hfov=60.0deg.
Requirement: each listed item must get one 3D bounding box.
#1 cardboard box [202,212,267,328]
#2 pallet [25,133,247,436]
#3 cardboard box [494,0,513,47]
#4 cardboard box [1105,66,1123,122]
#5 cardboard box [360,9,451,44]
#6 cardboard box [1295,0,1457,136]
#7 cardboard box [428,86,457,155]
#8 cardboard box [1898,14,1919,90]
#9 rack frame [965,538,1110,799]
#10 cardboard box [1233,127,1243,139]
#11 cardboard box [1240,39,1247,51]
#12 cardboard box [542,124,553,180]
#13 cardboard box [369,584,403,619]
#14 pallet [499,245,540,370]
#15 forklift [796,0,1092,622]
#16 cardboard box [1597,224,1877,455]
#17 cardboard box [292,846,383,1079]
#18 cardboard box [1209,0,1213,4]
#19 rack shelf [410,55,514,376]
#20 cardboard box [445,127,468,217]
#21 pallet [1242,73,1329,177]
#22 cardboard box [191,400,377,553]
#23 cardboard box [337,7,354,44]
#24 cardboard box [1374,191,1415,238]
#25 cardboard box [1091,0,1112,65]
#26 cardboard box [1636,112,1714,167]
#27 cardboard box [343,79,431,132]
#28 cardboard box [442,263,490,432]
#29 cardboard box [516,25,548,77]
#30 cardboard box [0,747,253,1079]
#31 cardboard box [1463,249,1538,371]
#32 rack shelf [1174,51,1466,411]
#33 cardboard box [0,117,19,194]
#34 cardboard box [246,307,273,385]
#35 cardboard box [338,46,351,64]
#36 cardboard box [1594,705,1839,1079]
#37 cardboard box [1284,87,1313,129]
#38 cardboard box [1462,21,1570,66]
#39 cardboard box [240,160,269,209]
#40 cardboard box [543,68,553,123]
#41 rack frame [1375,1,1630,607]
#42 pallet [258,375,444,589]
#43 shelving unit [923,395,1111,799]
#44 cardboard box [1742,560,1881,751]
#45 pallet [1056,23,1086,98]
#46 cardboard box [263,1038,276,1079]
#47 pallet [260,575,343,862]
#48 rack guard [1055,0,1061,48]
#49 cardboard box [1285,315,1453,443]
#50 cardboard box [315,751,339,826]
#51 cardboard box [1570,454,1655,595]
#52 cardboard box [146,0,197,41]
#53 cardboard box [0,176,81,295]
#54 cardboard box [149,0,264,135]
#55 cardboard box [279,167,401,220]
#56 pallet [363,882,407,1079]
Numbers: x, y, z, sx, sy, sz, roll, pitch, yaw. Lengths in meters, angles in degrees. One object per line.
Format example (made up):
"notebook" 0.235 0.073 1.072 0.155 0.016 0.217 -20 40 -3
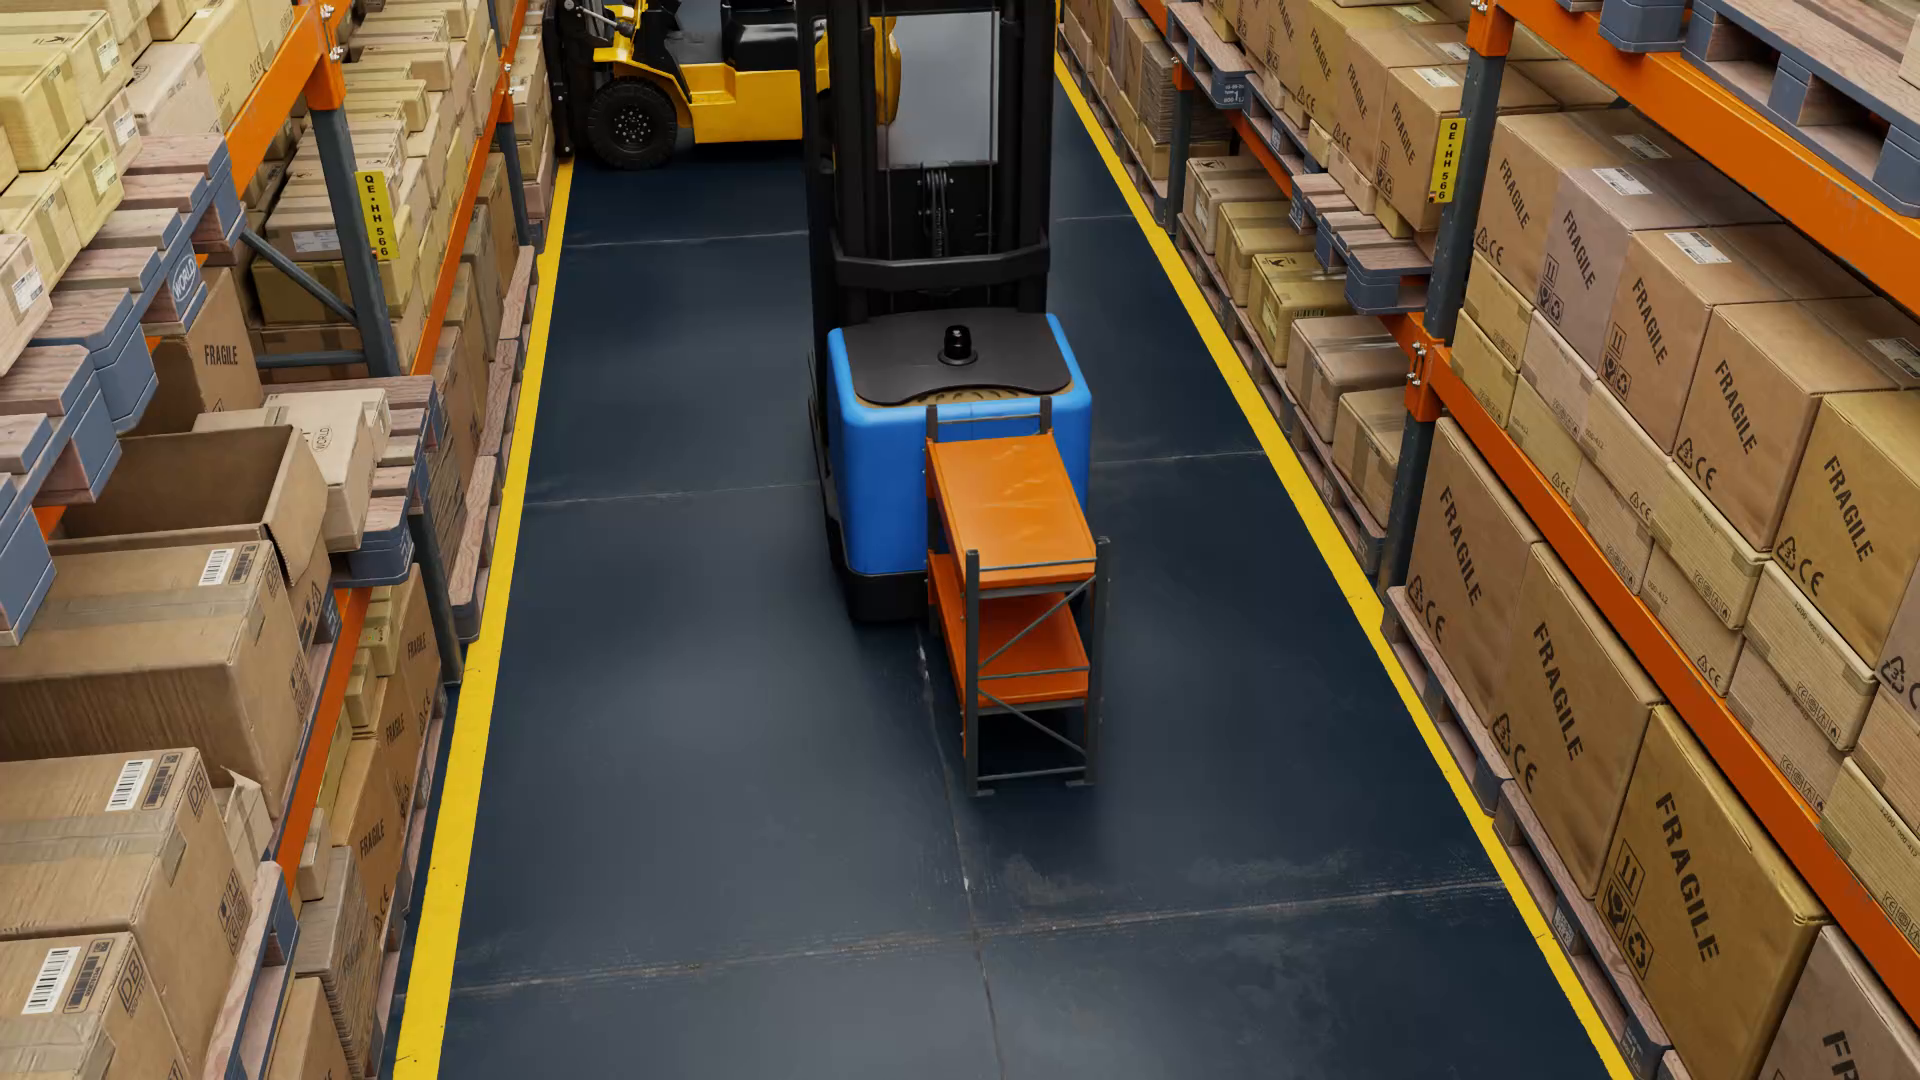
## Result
"cardboard box" -2.899 -1.009 6.256 0.500 0.250 0.500 -4 34 -5
"pallet" -2.186 -0.512 3.341 1.213 0.211 1.003 -4 35 -6
"cardboard box" -2.902 -3.176 9.658 0.500 0.500 0.500 -5 35 -8
"cardboard box" 1.326 -3.172 11.810 0.500 0.250 0.500 -4 34 -6
"cardboard box" -2.662 -2.432 7.990 0.380 0.149 0.250 -5 35 -8
"cardboard box" 1.869 -2.152 7.519 0.500 0.500 0.500 -7 35 -10
"cardboard box" -2.593 -1.902 7.566 0.500 0.250 0.500 -4 34 -6
"cardboard box" 2.490 -1.141 3.932 0.380 0.166 0.250 -2 34 -2
"rack frame" 0.269 0.486 6.038 0.500 1.125 0.032 -5 35 -7
"cardboard box" 2.005 -2.942 10.806 0.500 0.500 0.500 -3 34 -4
"cardboard box" 1.717 -2.690 8.884 0.380 0.149 0.250 -2 34 -3
"cardboard box" -2.922 -2.482 10.796 0.500 0.250 0.500 -5 35 -7
"cardboard box" -2.246 0.213 6.045 0.380 0.149 0.250 -6 35 -9
"pallet" -2.964 -1.307 9.480 1.003 0.211 1.213 -4 35 -6
"forklift" -0.178 -1.681 7.614 1.130 2.935 3.031 -5 35 -7
"cardboard box" 2.309 -0.608 5.001 0.500 0.500 0.500 -3 34 -5
"cardboard box" -2.075 1.305 5.019 0.500 0.500 0.500 -6 35 -8
"cardboard box" 1.596 -3.299 9.202 0.500 0.500 0.500 -4 34 -5
"rack shelf" -2.832 -1.454 7.858 1.077 0.370 4.000 -4 35 -6
"cardboard box" -2.588 -1.697 7.709 0.500 0.250 0.500 -3 34 -5
"pallet" 2.048 -2.035 8.243 1.003 0.211 1.213 -4 35 -6
"cardboard box" -2.101 -0.182 5.114 0.500 0.250 0.500 -6 35 -9
"cardboard box" -3.195 -2.530 8.134 0.380 0.149 0.250 -5 35 -7
"cardboard box" 1.970 -1.392 6.979 0.380 0.149 0.250 -4 34 -6
"cardboard box" 1.251 -3.768 12.018 0.500 0.500 0.500 -4 34 -5
"cardboard box" 2.684 -1.199 5.869 0.500 0.500 0.500 -5 35 -8
"cardboard box" -2.498 -1.864 7.157 0.380 0.149 0.250 -4 34 -5
"cardboard box" -2.820 -0.916 8.166 0.875 0.625 0.625 -6 35 -8
"cardboard box" -2.992 -3.174 10.925 0.500 0.250 0.500 -3 34 -5
"cardboard box" -1.938 0.807 3.441 0.700 0.500 0.500 -4 34 -6
"cardboard box" 2.178 -0.856 6.032 0.500 0.250 0.500 -5 35 -7
"rack shelf" 2.086 -1.832 8.413 1.077 0.370 4.000 -4 35 -6
"cardboard box" -1.883 -0.644 2.865 0.380 0.149 0.250 -4 34 -6
"cardboard box" -2.877 -0.804 6.400 0.500 0.250 0.500 -5 35 -7
"cardboard box" -3.172 -2.141 7.917 0.500 0.250 0.500 -5 35 -8
"cardboard box" 2.601 1.080 5.015 0.875 0.875 0.875 -3 34 -5
"cardboard box" 1.791 -2.106 8.027 0.380 0.149 0.250 -5 35 -8
"cardboard box" 2.446 -1.910 7.163 0.500 0.500 0.500 -3 34 -4
"cardboard box" -2.928 -1.397 6.472 0.380 0.149 0.250 -4 35 -6
"cardboard box" -2.986 -2.966 11.064 0.500 0.250 0.500 -5 35 -7
"rack frame" 2.355 -1.013 6.573 1.000 3.000 0.127 -4 35 -6
"pallet" -2.403 -0.183 5.525 1.213 0.211 1.003 -4 35 -6
"shelving unit" 0.192 0.203 6.453 0.538 1.125 1.048 -5 35 -7
"cardboard box" 2.442 0.280 4.365 0.500 0.250 0.500 -4 34 -5
"pallet" 1.363 -3.826 13.177 1.003 0.211 1.213 -4 35 -6
"cardboard box" -2.017 1.383 4.328 0.380 0.149 0.250 -4 35 -6
"pallet" -2.297 0.529 4.480 1.003 0.211 1.213 -4 35 -6
"rack guard" 1.289 -4.402 13.765 1.175 0.500 0.348 -4 35 -6
"cardboard box" 2.181 -0.828 8.262 0.950 0.372 0.625 -5 35 -7
"cardboard box" -2.162 0.803 5.179 0.380 0.149 0.250 -5 35 -7
"cardboard box" 2.323 -0.080 5.337 0.500 0.250 0.500 -3 34 -5
"cardboard box" -2.175 -1.367 4.209 0.380 0.149 0.250 -4 35 -6
"cardboard box" -1.811 -0.520 2.947 0.380 0.149 0.250 -5 35 -7
"cardboard box" -2.185 -1.264 4.411 0.500 0.250 0.500 -4 35 -6
"cardboard box" -2.351 -1.293 6.319 0.380 0.149 0.250 -4 34 -5
"pallet" -2.340 1.616 5.191 1.003 0.211 1.213 -4 35 -6
